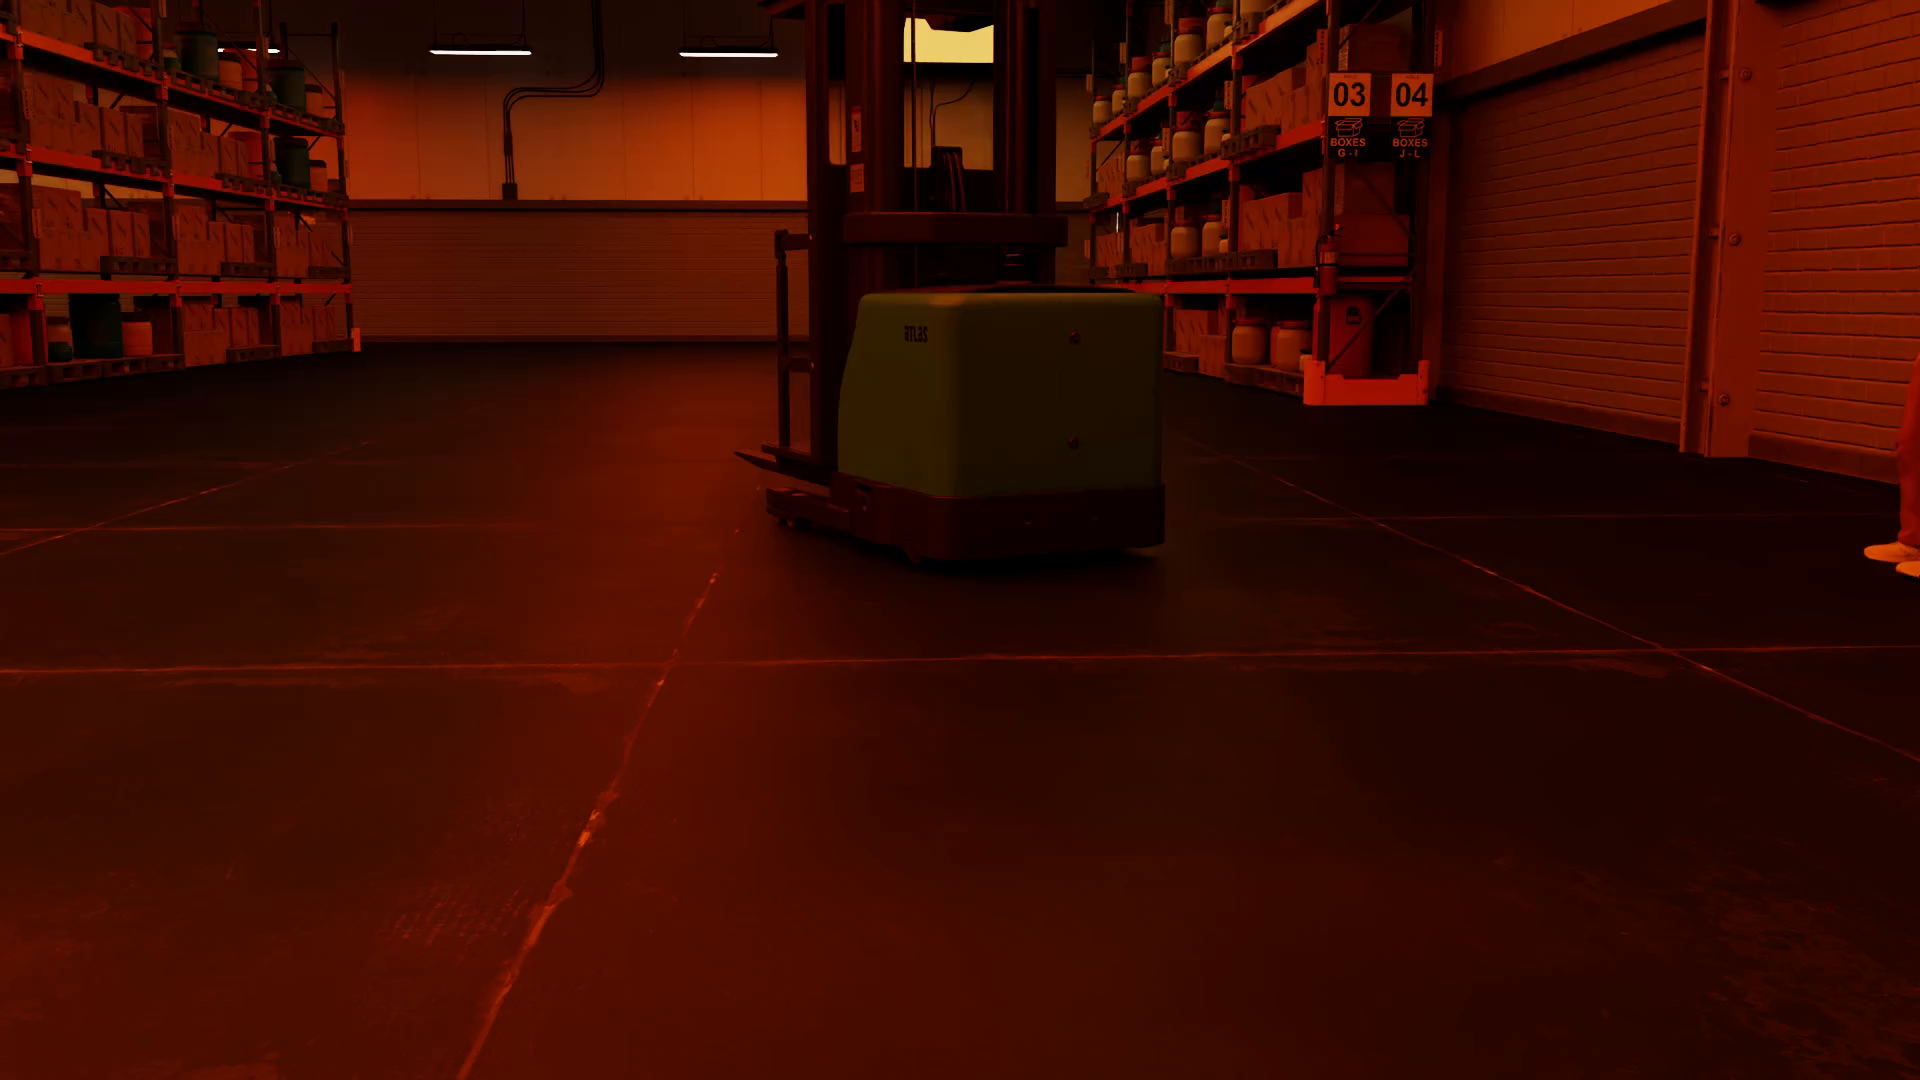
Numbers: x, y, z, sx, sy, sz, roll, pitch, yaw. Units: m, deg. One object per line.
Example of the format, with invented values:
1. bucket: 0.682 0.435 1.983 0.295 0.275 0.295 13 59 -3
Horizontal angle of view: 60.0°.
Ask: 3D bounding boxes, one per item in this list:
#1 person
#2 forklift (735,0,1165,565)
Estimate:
1. person: 3.804 -0.710 6.415 0.373 1.671 0.591 2 9 13
2. forklift: -0.264 -1.530 7.637 1.130 2.935 3.031 -4 9 -25
